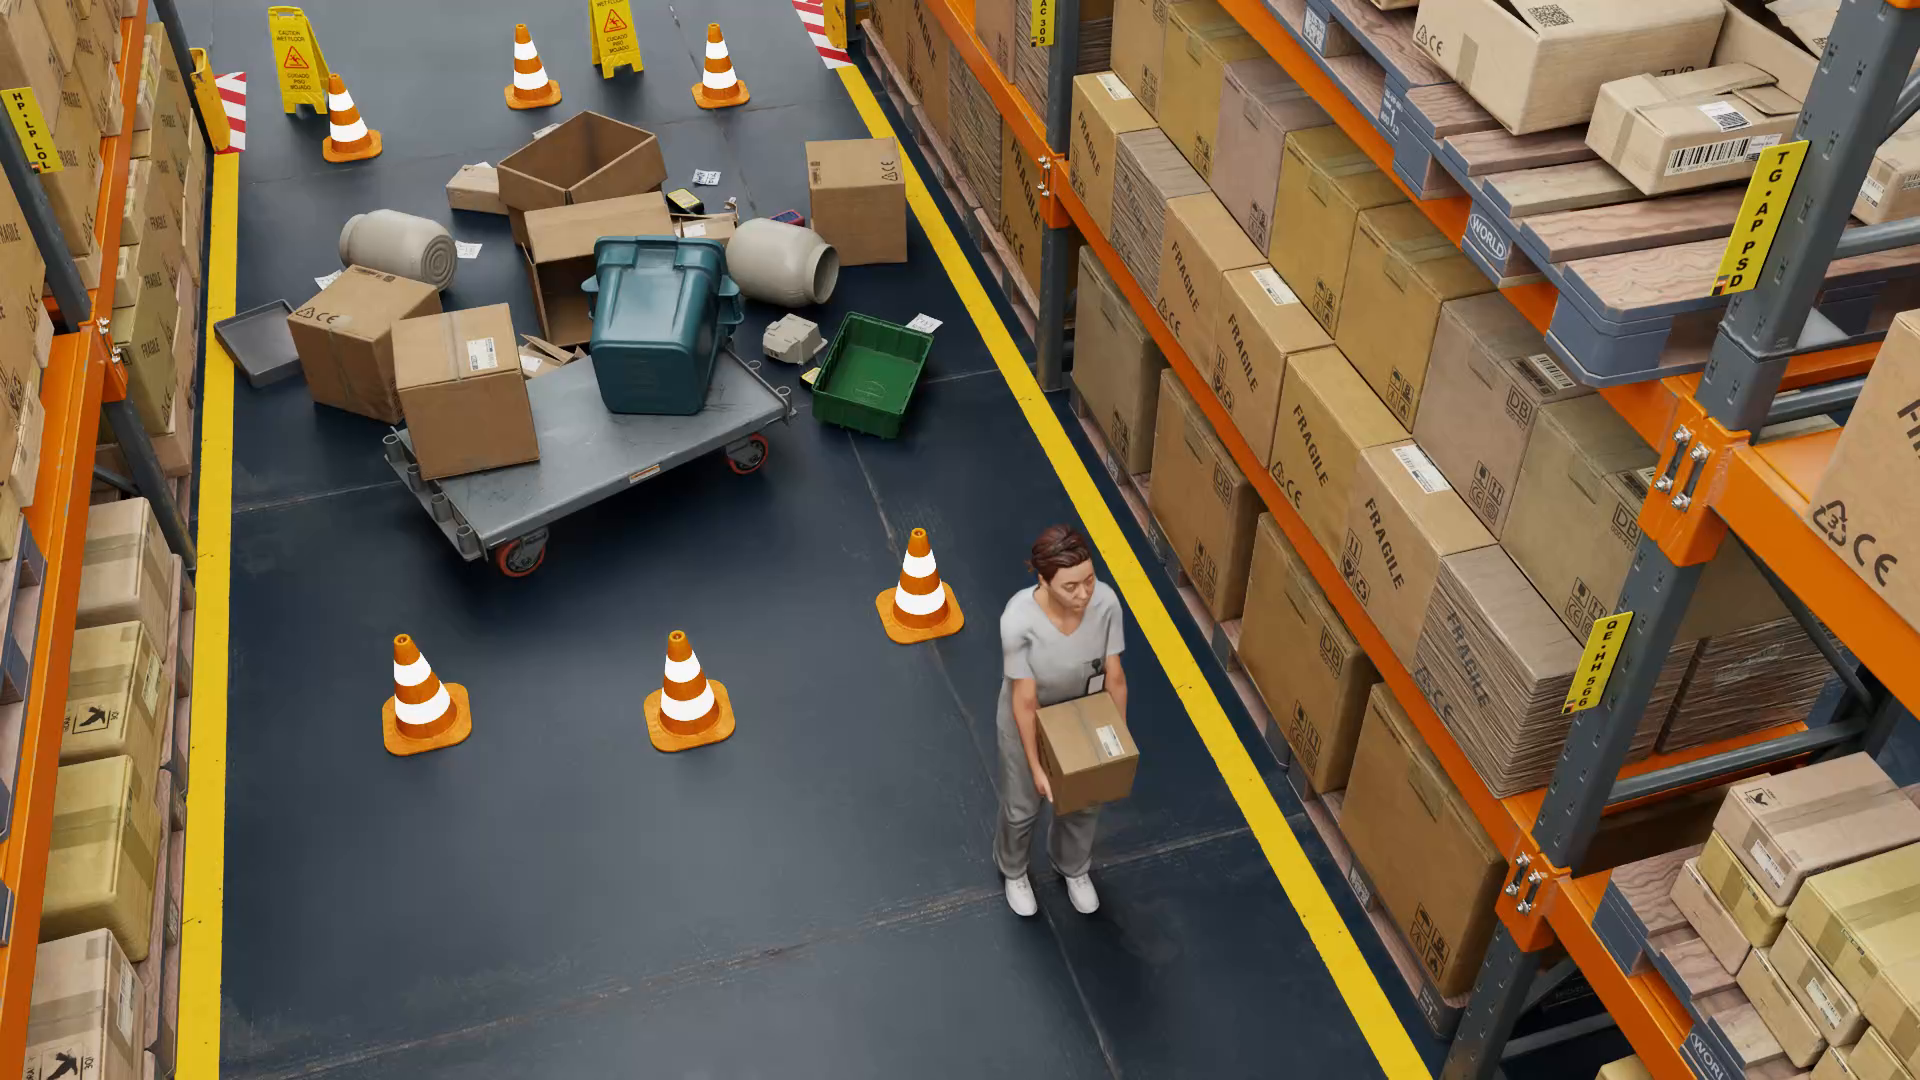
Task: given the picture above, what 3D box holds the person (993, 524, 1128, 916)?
[{"bbox_3d":[0.341,0.656,5.452,0.410,1.669,0.507,-13,44,-14],"label":"person"}]
